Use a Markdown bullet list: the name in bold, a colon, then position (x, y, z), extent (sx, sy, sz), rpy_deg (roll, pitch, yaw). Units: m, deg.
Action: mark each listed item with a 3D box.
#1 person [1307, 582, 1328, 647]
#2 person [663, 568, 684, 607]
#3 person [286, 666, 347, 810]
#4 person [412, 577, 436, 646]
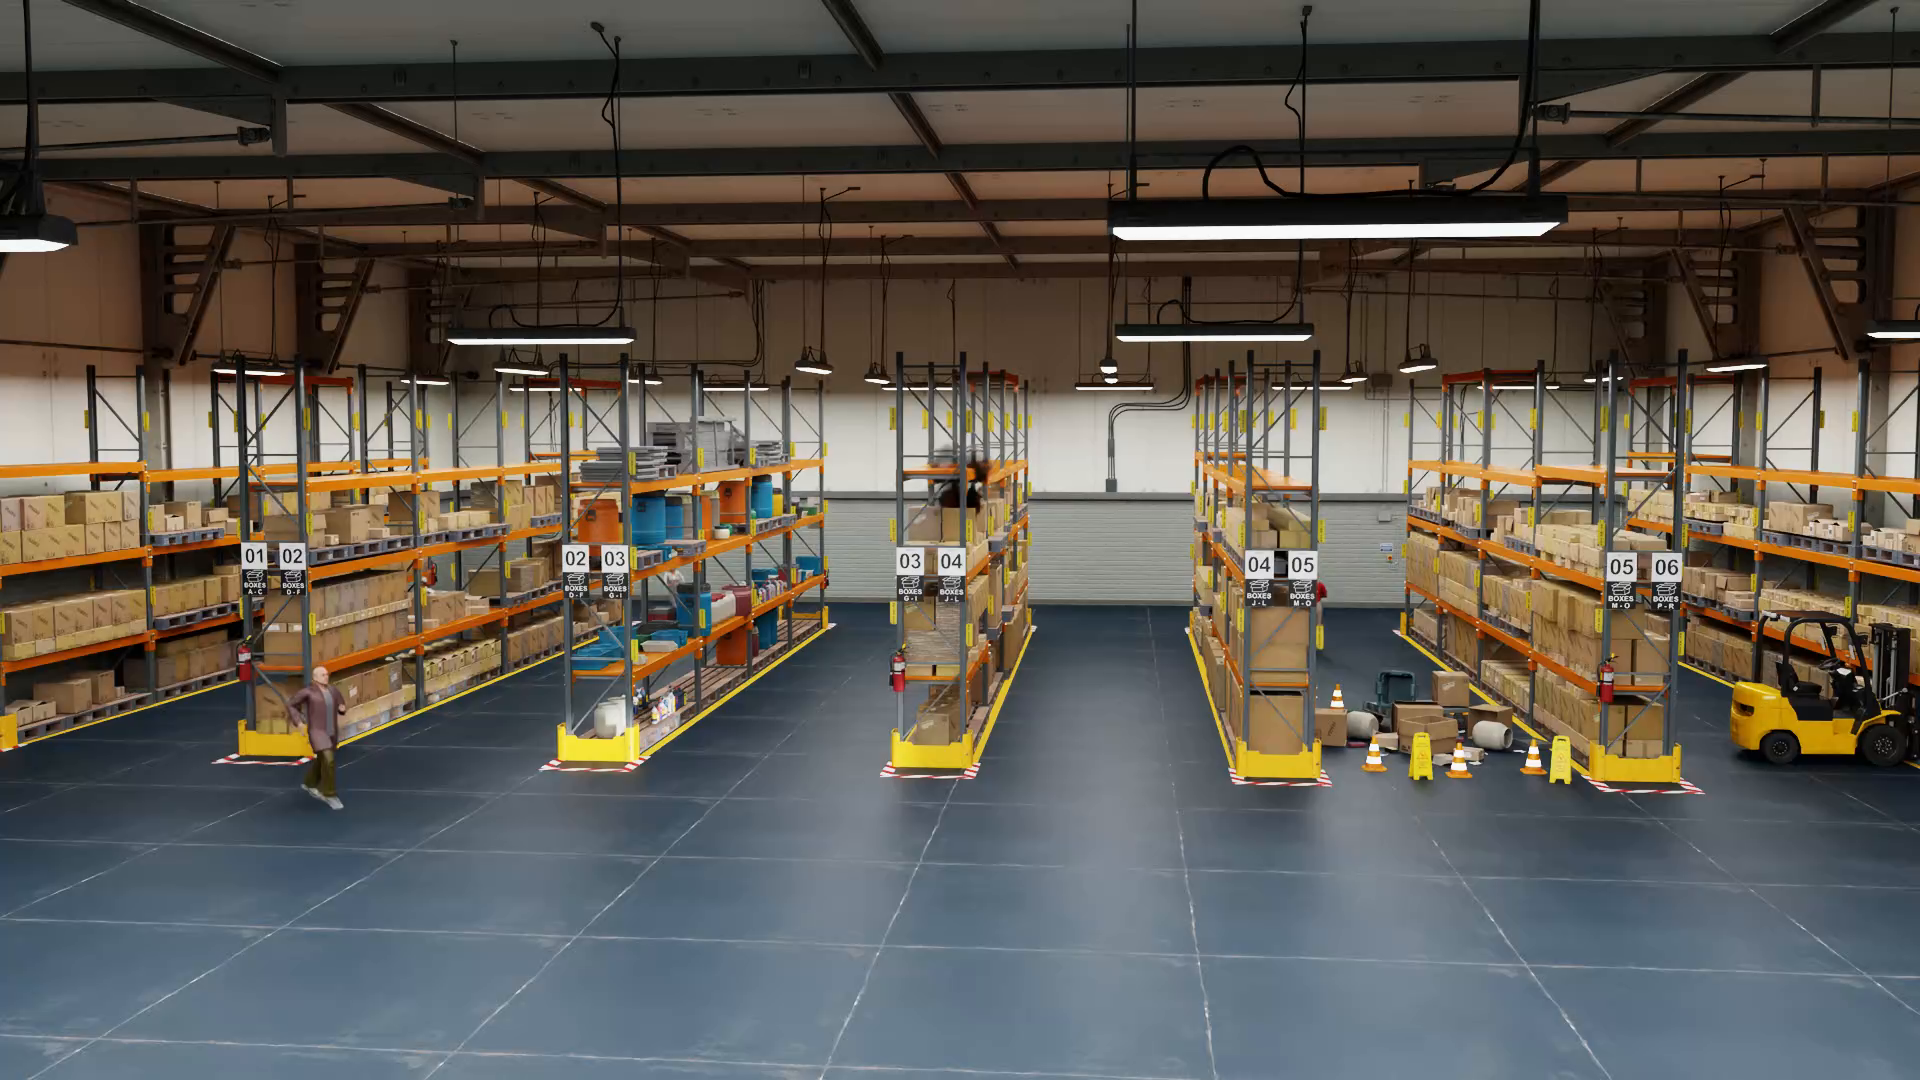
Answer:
- **person**: position (7.743, 1.560, 36.375), extent (0.642, 1.758, 0.912), rpy_deg (-1, 4, -11)
- **person**: position (-6.988, 1.385, 40.656), extent (0.567, 1.537, 0.640), rpy_deg (-1, 4, -14)
- **person**: position (-8.330, 2.562, 21.693), extent (0.910, 1.836, 0.681), rpy_deg (2, 5, 26)
- **person**: position (-11.506, 1.617, 35.696), extent (0.601, 1.663, 0.936), rpy_deg (0, 4, -5)
